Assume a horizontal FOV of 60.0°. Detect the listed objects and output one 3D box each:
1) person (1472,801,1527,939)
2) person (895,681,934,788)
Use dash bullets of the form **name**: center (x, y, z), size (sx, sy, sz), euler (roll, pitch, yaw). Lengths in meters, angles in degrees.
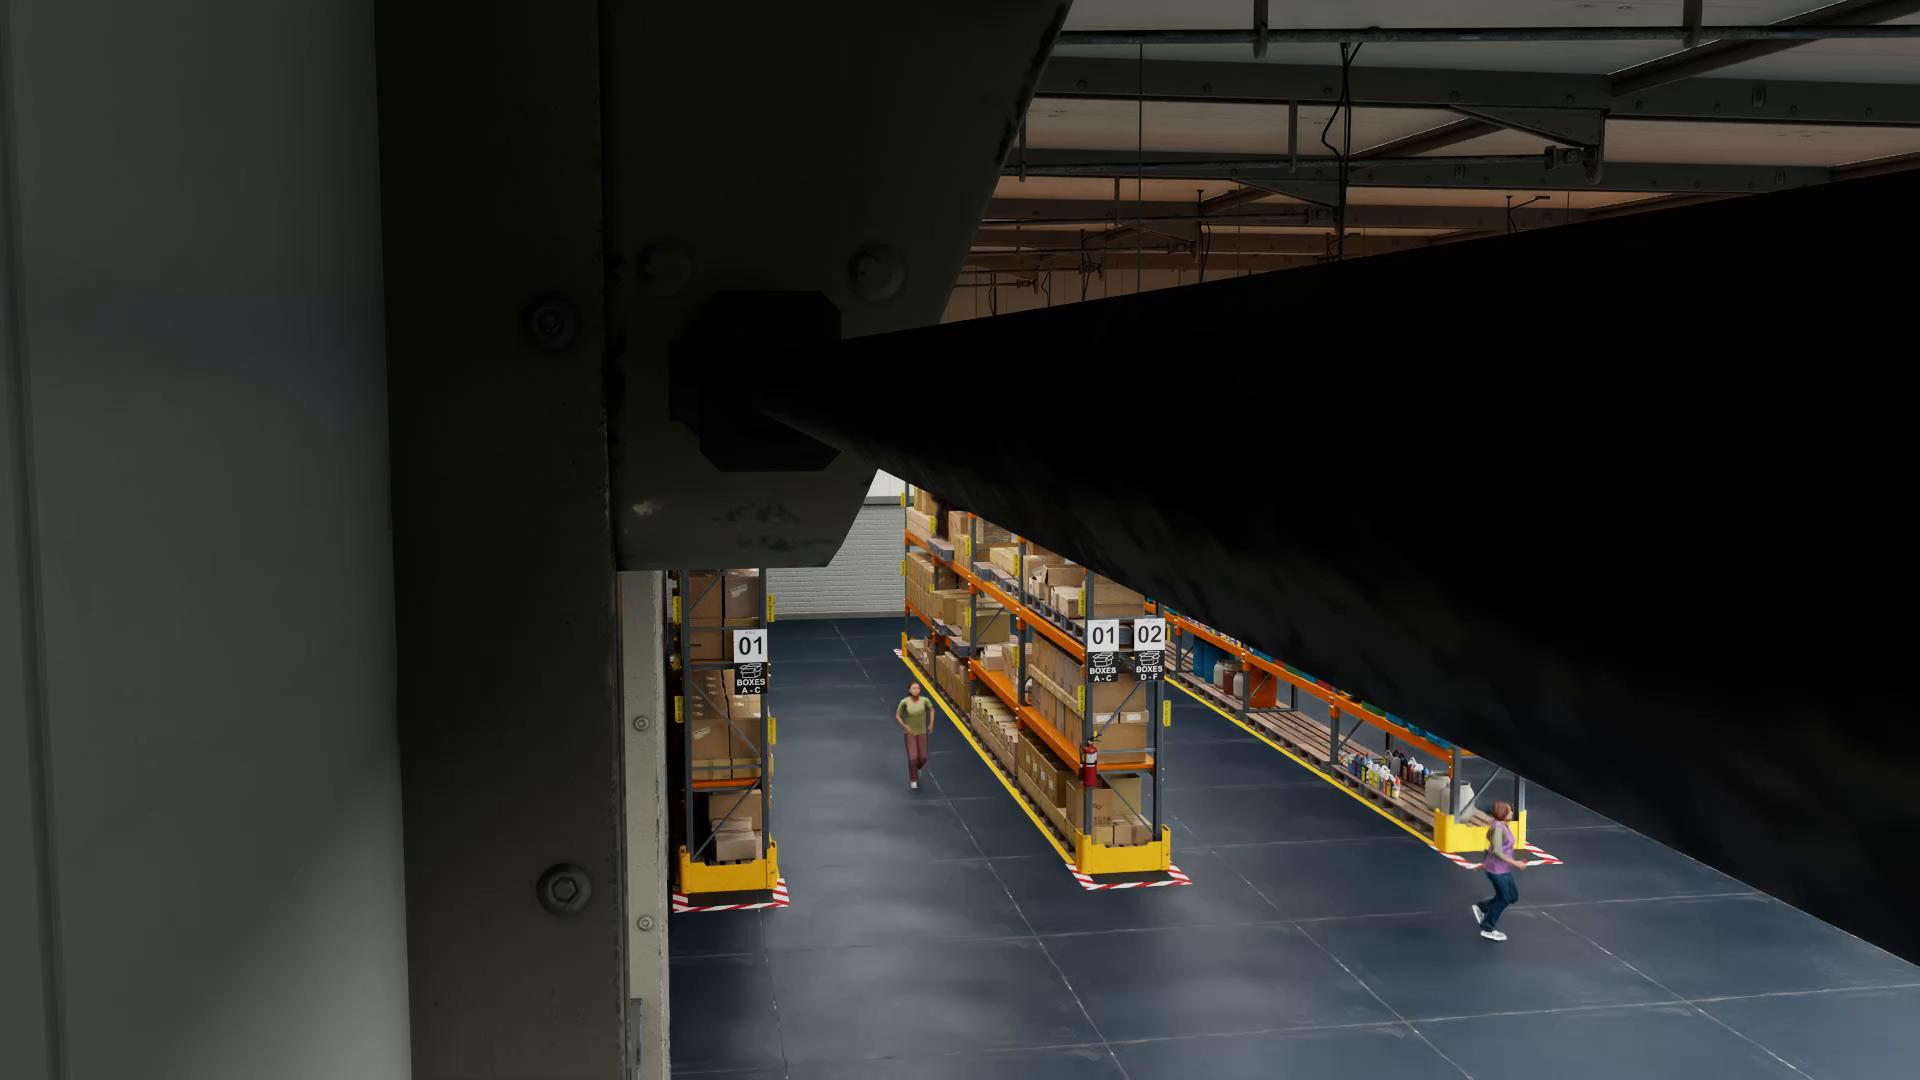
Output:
- **person**: center (5.981, 3.648, 18.421), size (0.567, 1.557, 0.584), euler (2, 6, 21)
- **person**: center (-0.673, 2.921, 25.141), size (0.610, 1.630, 0.569), euler (-1, 6, -13)
